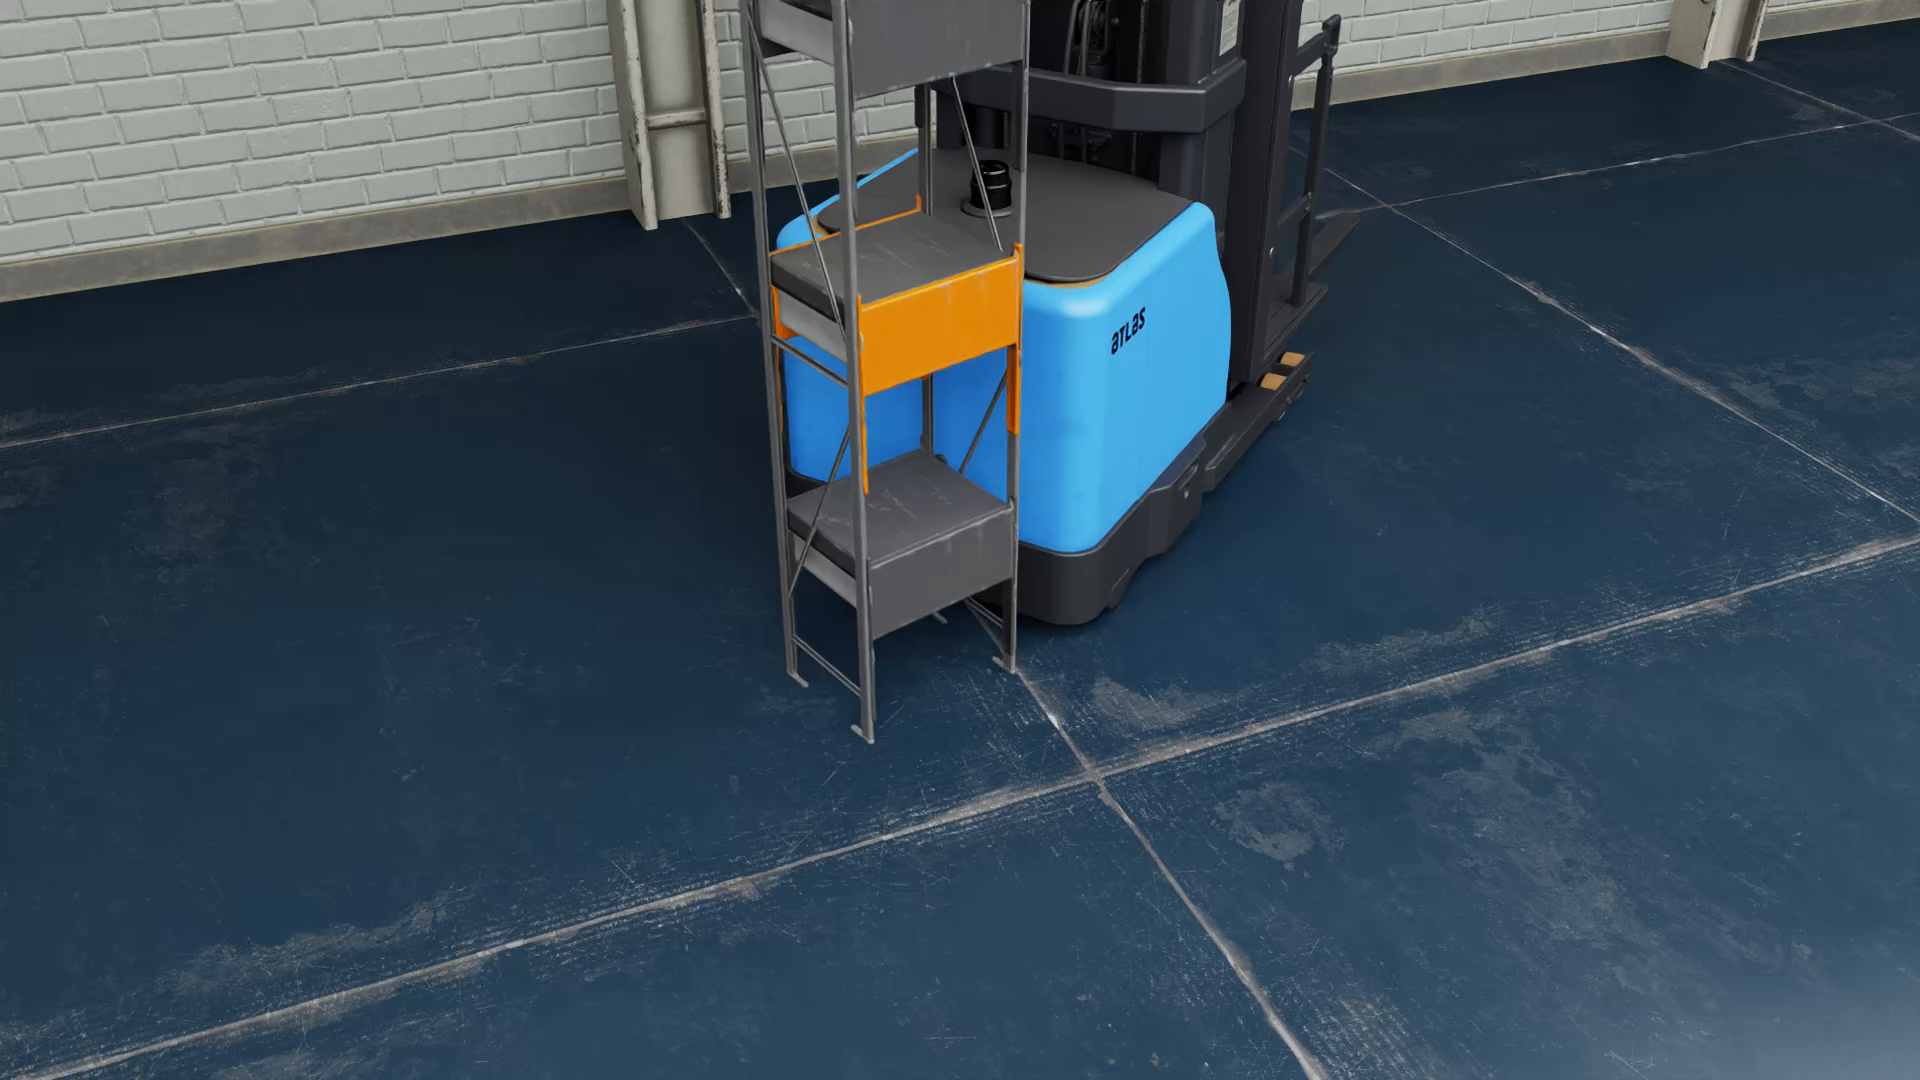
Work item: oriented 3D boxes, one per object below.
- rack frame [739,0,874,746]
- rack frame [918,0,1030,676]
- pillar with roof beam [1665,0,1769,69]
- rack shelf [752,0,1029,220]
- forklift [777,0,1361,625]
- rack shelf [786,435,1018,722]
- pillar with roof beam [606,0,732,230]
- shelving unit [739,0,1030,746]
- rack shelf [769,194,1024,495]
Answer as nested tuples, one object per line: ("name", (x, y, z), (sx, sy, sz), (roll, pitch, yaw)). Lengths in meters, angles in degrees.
("rack frame", (-0.358, -0.422, 3.973), (0.015, 2.100, 0.400), (-23, 40, -31))
("rack frame", (0.025, -0.586, 4.226), (0.015, 2.100, 0.400), (-23, 40, -31))
("pillar with roof beam", (5.930, -4.363, 3.705), (0.400, 9.000, 9.100), (-13, 35, -19))
("rack shelf", (-0.166, -1.079, 3.725), (0.480, 0.518, 0.431), (-23, 40, -31))
("forklift", (0.631, -1.763, 5.272), (1.130, 2.935, 3.031), (17, 37, 24))
("rack shelf", (-0.166, 0.094, 4.489), (0.480, 0.518, 0.431), (-23, 40, -31))
("pillar with roof beam", (0.398, -3.096, 1.758), (0.400, 9.000, 9.100), (-13, 35, -19))
("shelving unit", (-0.166, -0.504, 4.099), (0.503, 2.100, 0.431), (-23, 40, -31))
("rack shelf", (-0.166, -0.493, 4.107), (0.480, 0.518, 0.431), (-23, 40, -31))
